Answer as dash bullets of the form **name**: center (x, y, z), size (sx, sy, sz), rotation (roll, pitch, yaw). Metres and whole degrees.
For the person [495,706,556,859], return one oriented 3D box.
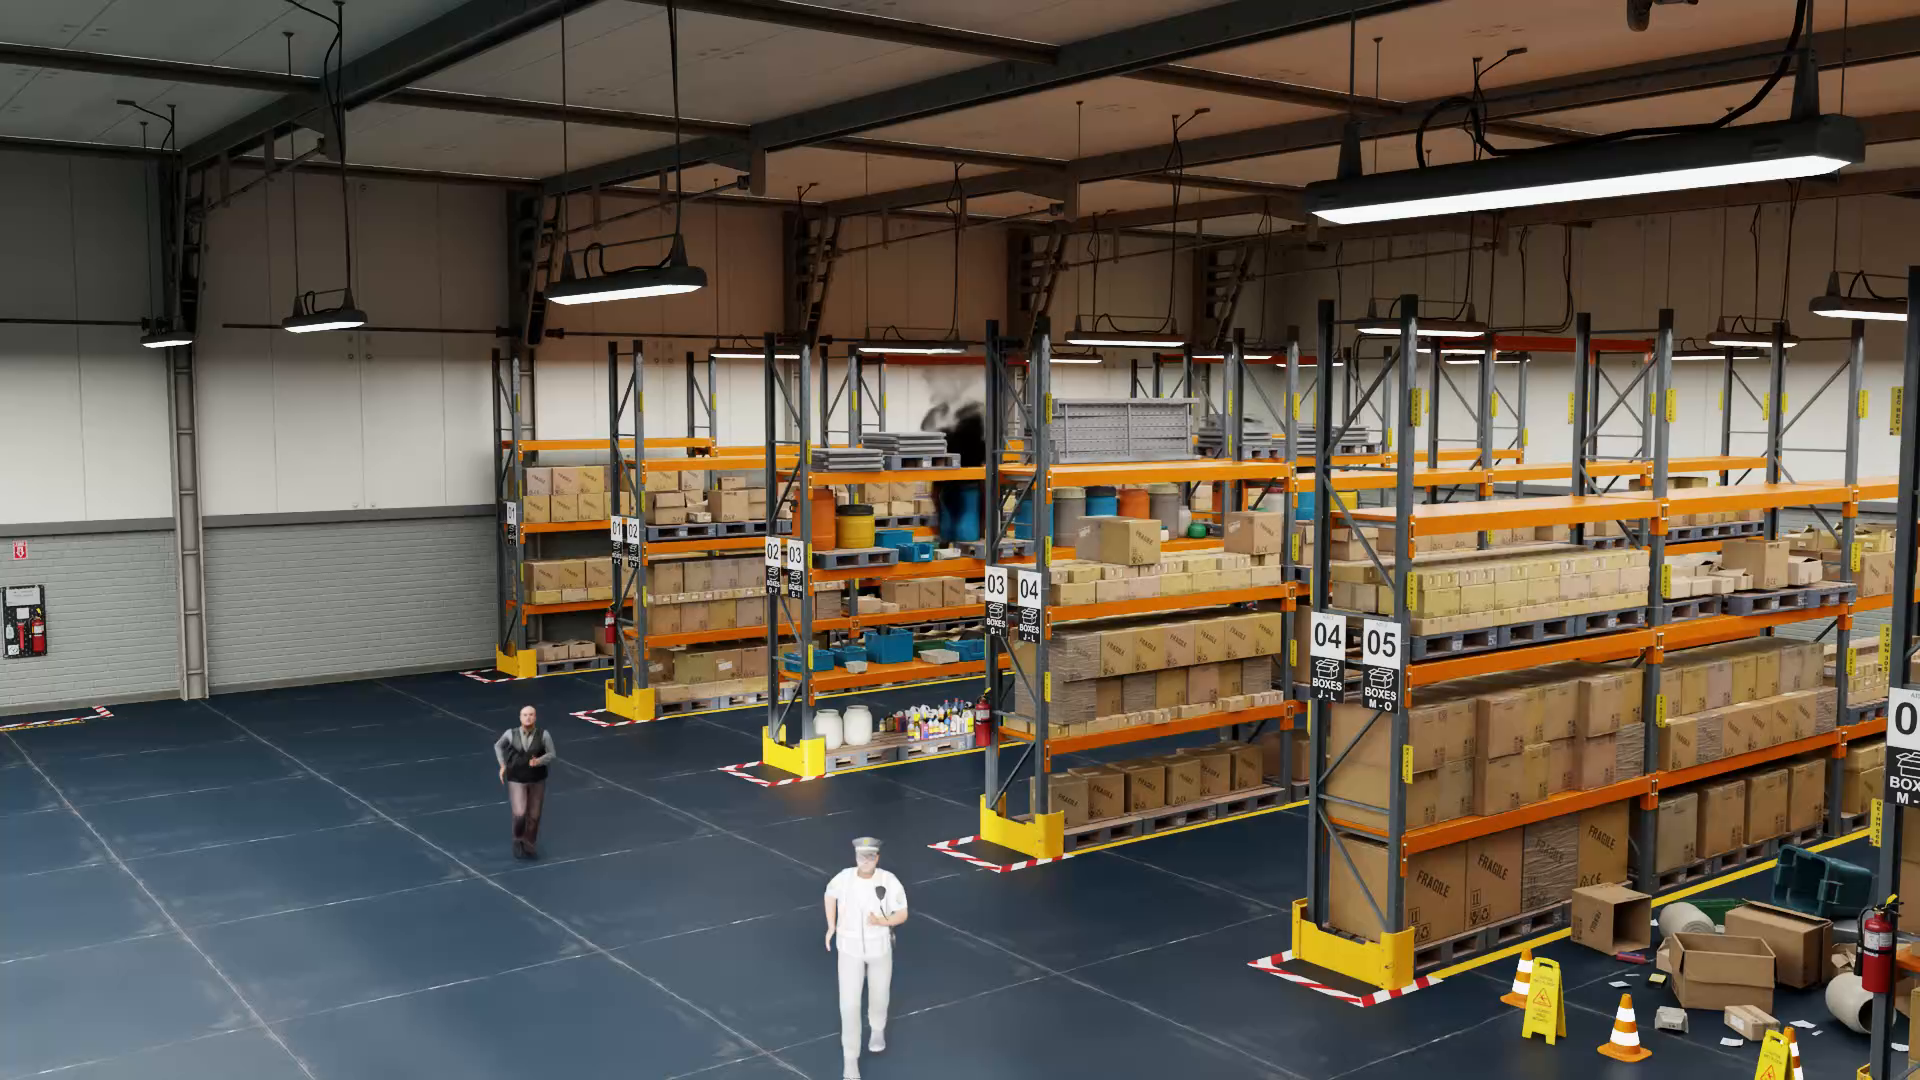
- **person**: center (-4.796, 2.689, 18.424), size (0.643, 1.694, 0.642), rotation (-2, 5, -20)

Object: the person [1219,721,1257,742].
- **person**: center (4.025, 2.162, 24.380), size (0.753, 1.732, 0.666), rotation (-5, 7, -42)

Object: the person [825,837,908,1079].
- **person**: center (-0.721, 3.161, 12.750), size (0.639, 1.842, 0.815), rotation (0, 5, -3)
